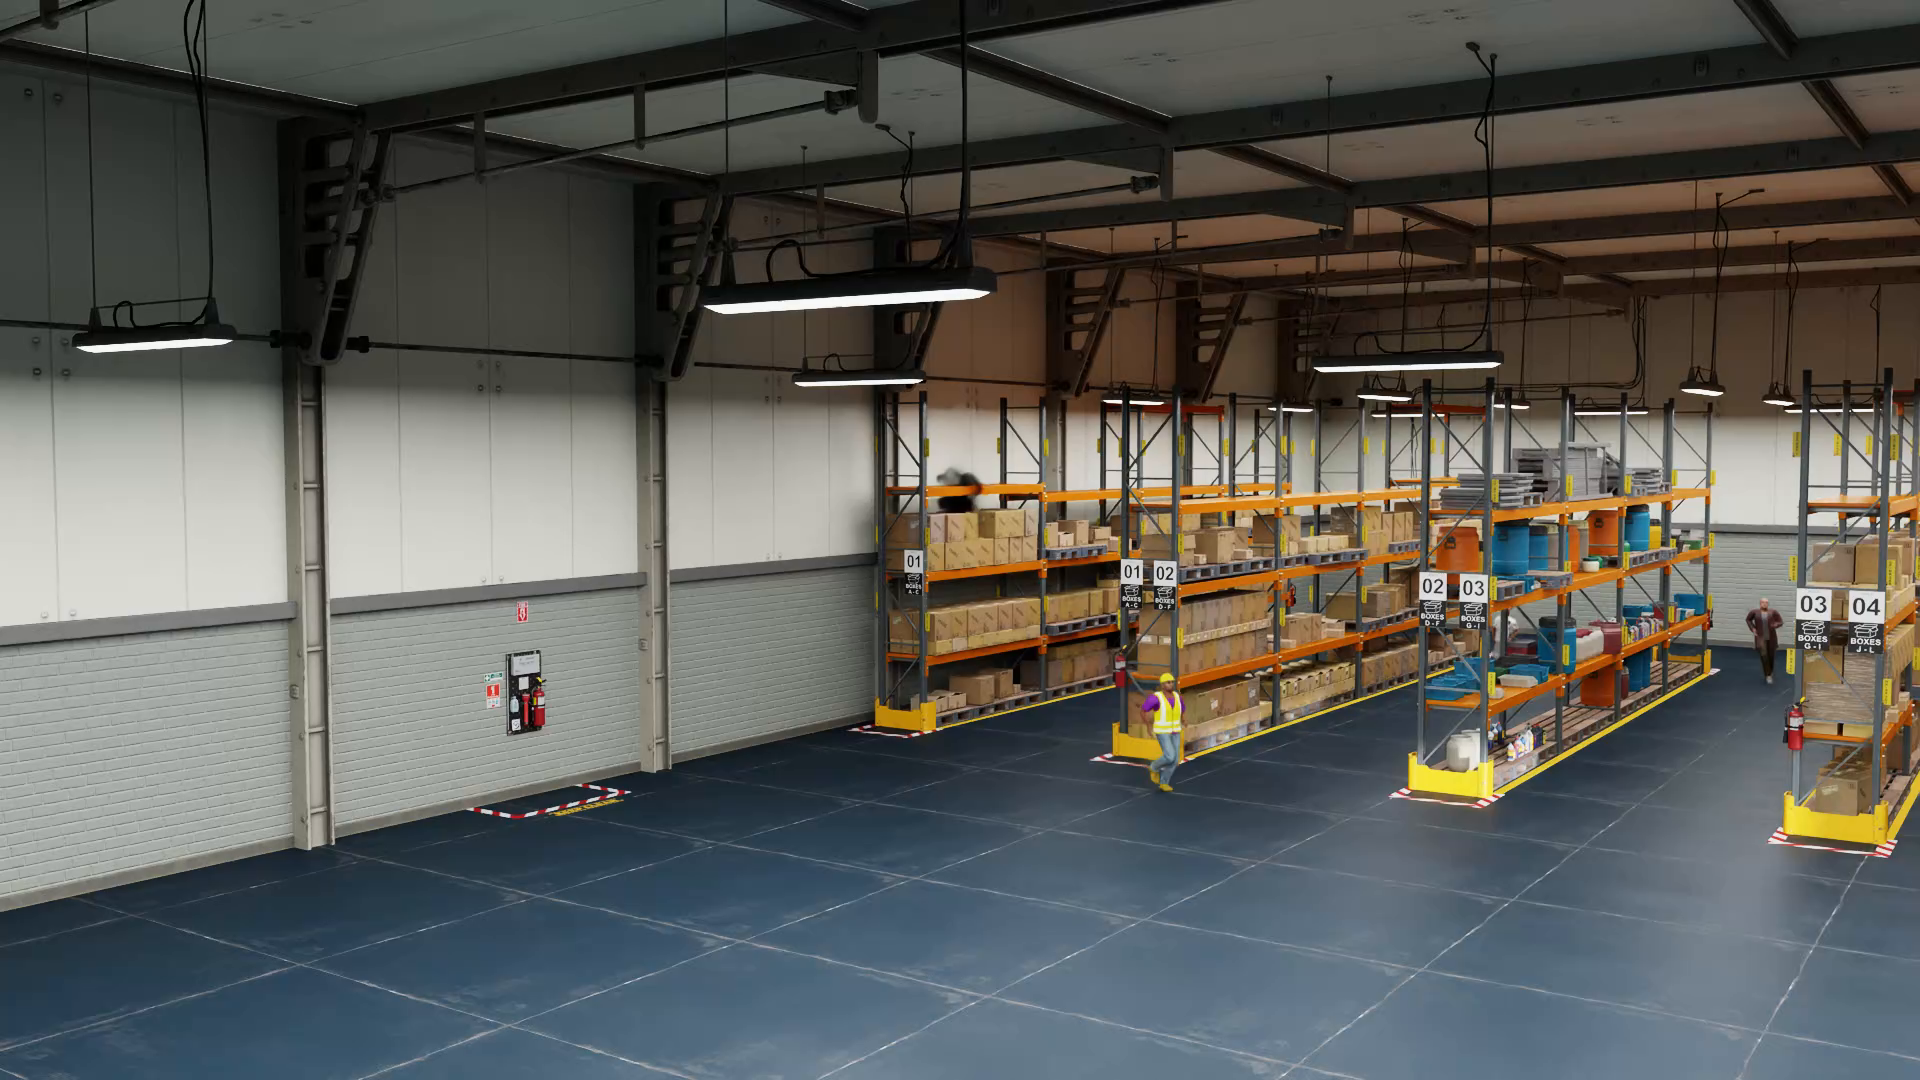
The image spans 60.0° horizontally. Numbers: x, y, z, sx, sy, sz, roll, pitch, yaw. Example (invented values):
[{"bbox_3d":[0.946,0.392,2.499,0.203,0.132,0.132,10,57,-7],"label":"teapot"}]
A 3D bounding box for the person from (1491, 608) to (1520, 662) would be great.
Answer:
[{"bbox_3d":[11.685,2.195,35.737,0.602,1.663,0.533,2,4,36],"label":"person"}]

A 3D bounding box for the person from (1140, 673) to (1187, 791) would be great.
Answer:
[{"bbox_3d":[3.027,2.800,24.182,0.694,1.720,0.569,-2,4,-27],"label":"person"}]

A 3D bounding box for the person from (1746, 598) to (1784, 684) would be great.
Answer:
[{"bbox_3d":[17.250,2.133,35.653,0.715,1.808,0.966,1,3,18],"label":"person"}]
